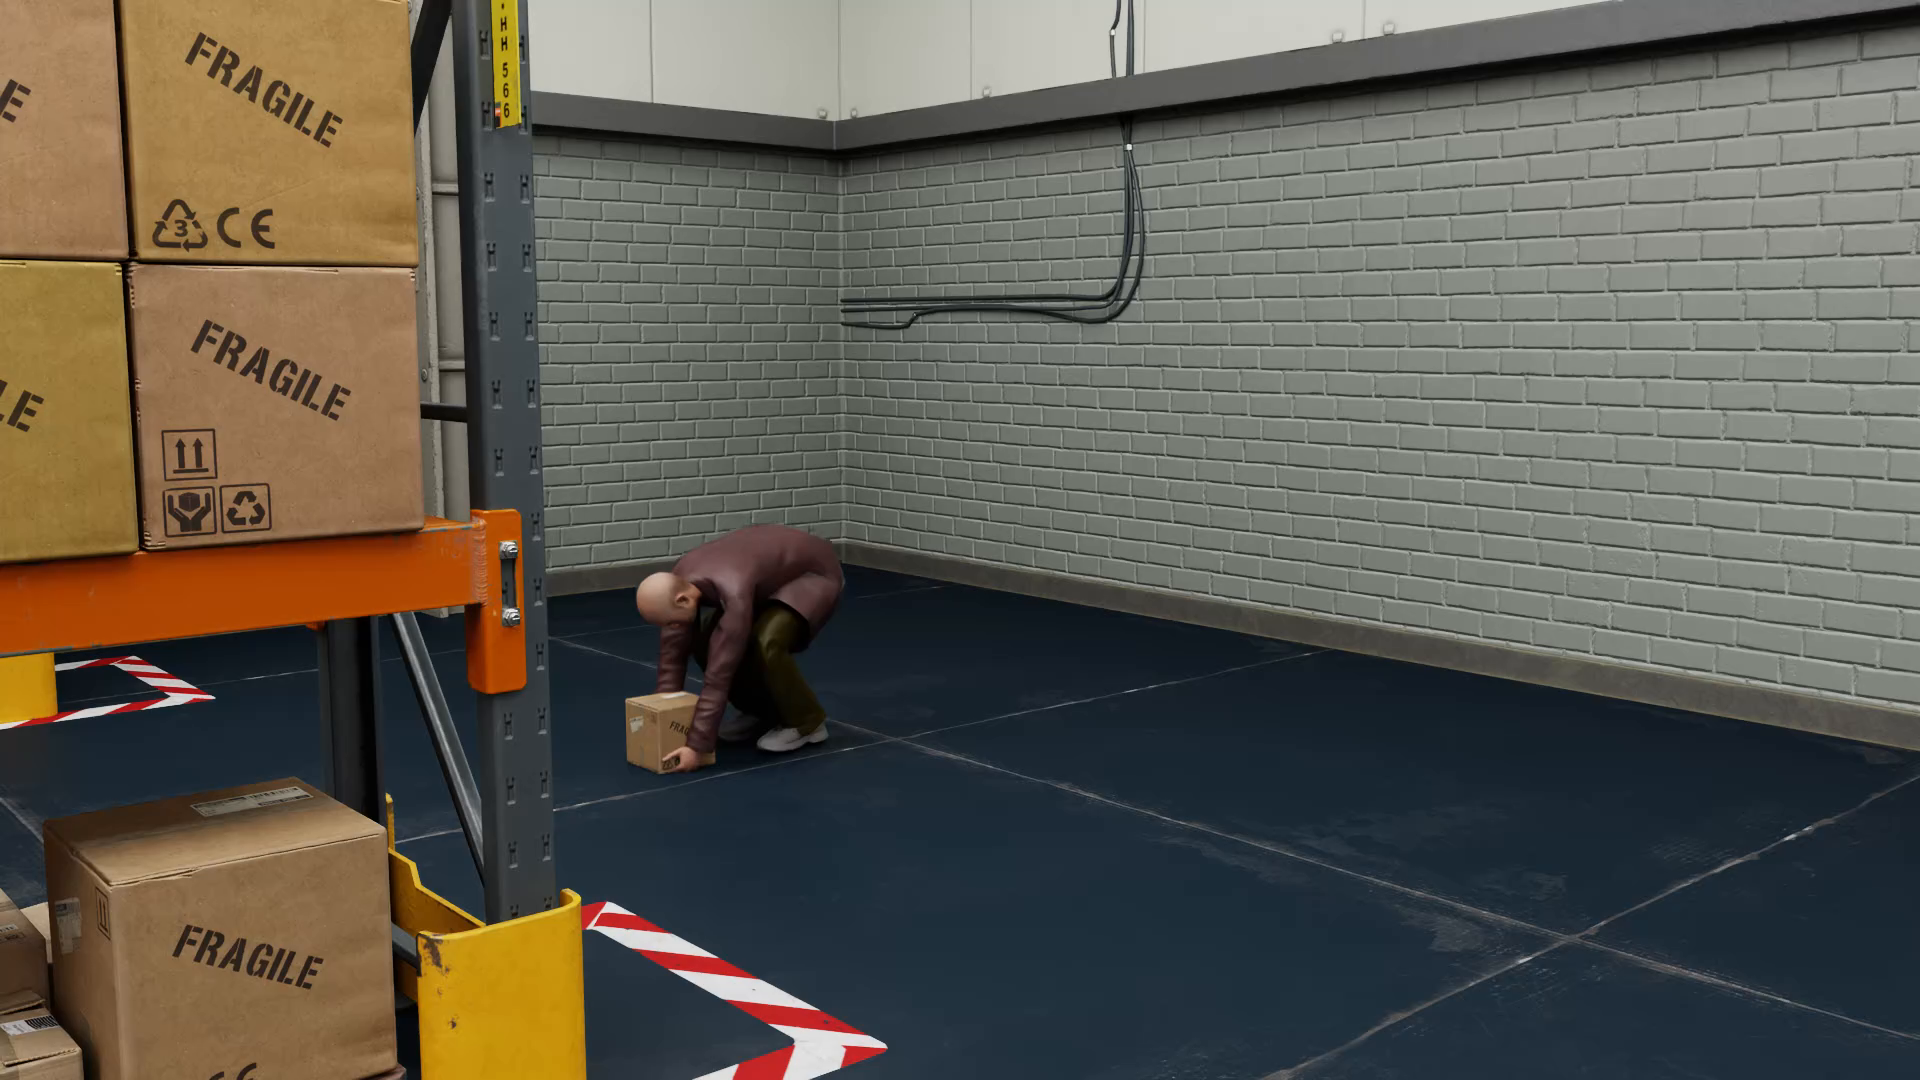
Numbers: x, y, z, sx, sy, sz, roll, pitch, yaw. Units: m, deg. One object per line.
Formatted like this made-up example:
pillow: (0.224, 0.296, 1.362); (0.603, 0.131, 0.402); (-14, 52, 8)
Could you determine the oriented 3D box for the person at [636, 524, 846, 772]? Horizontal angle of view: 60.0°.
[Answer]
person: (-0.884, 0.409, 6.678); (0.952, 0.911, 0.594); (-7, 10, -43)
